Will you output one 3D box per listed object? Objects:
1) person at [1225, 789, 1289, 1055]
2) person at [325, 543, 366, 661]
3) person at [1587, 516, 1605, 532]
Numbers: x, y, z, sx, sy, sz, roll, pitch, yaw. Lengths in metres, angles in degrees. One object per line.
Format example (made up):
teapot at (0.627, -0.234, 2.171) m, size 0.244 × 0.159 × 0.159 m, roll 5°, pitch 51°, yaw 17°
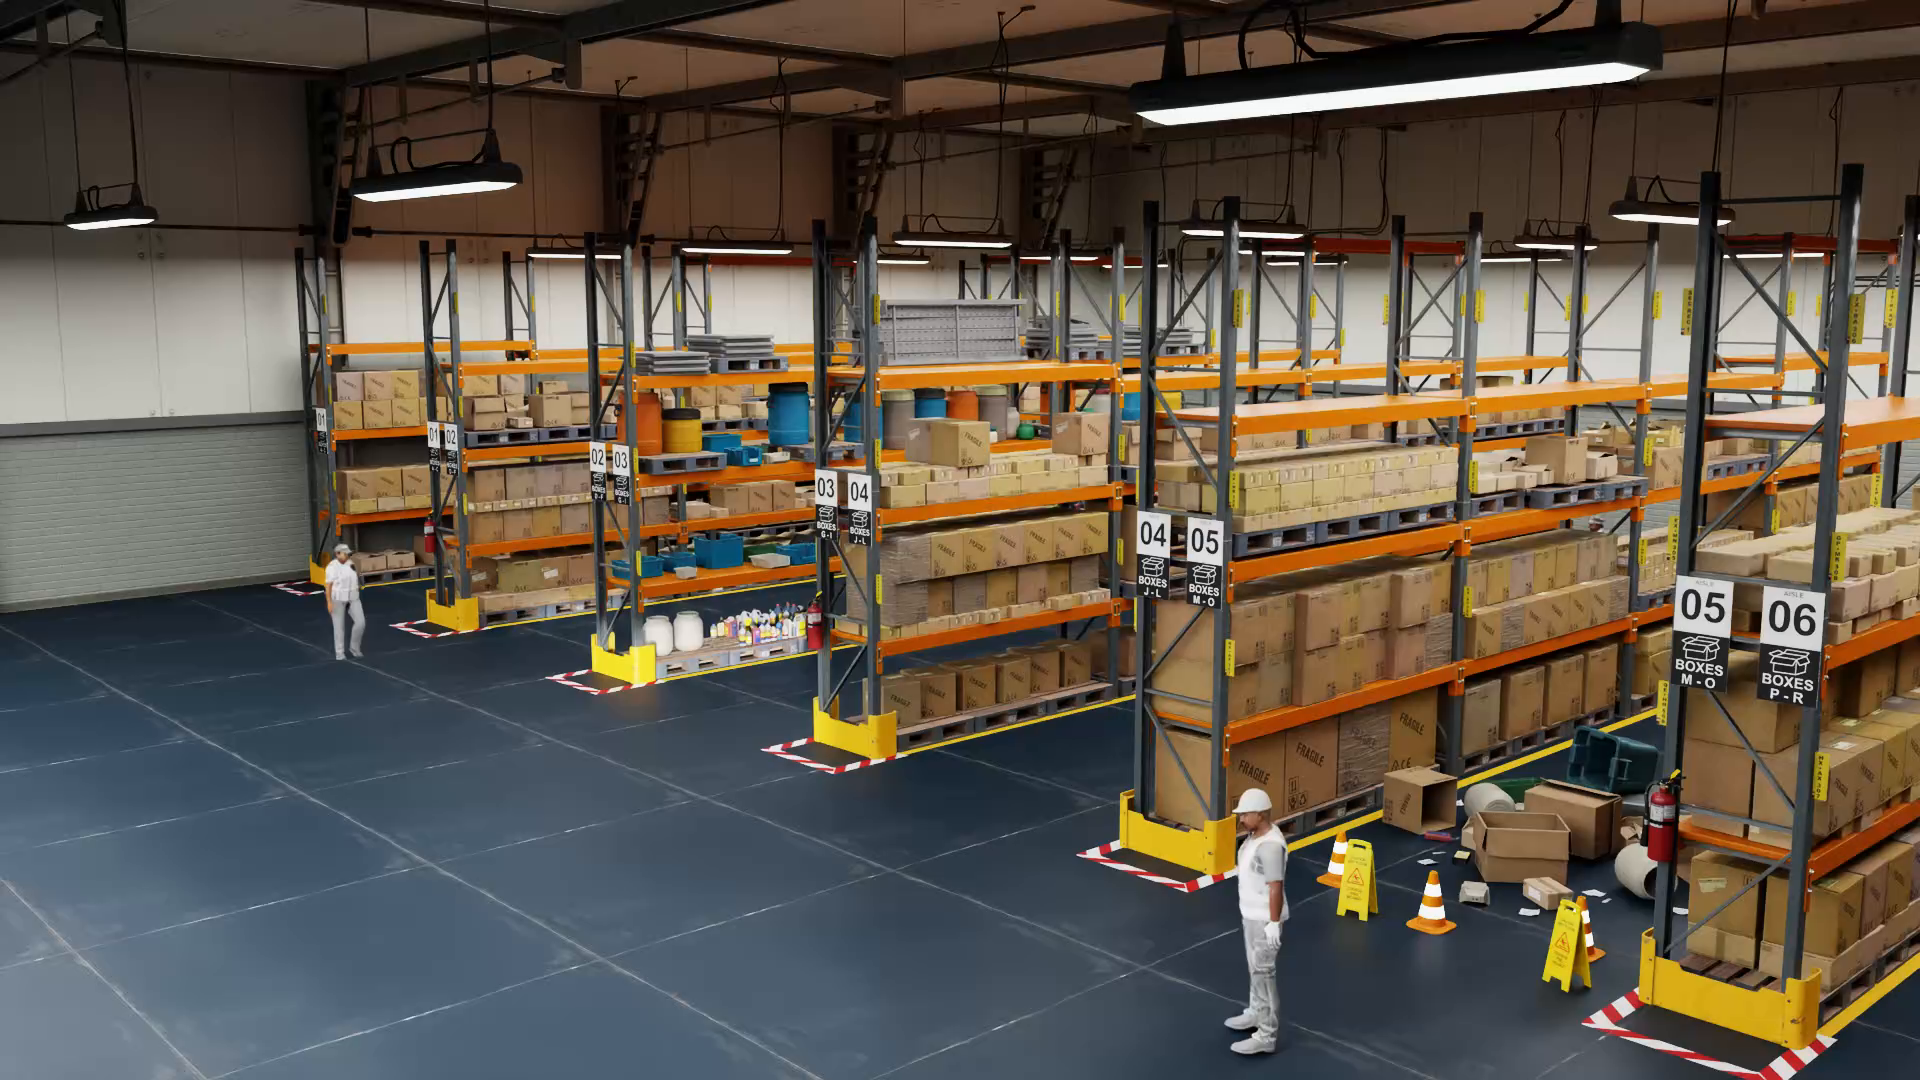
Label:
person at (2.071, 2.601, 11.549) m, size 0.408 × 1.780 × 0.636 m, roll 1°, pitch 8°, yaw 5°
person at (-8.848, 0.893, 23.813) m, size 0.544 × 1.708 × 0.407 m, roll -8°, pitch 12°, yaw -43°
person at (10.297, 0.407, 26.973) m, size 0.524 × 1.632 × 0.939 m, roll 7°, pitch 11°, yaw 41°
